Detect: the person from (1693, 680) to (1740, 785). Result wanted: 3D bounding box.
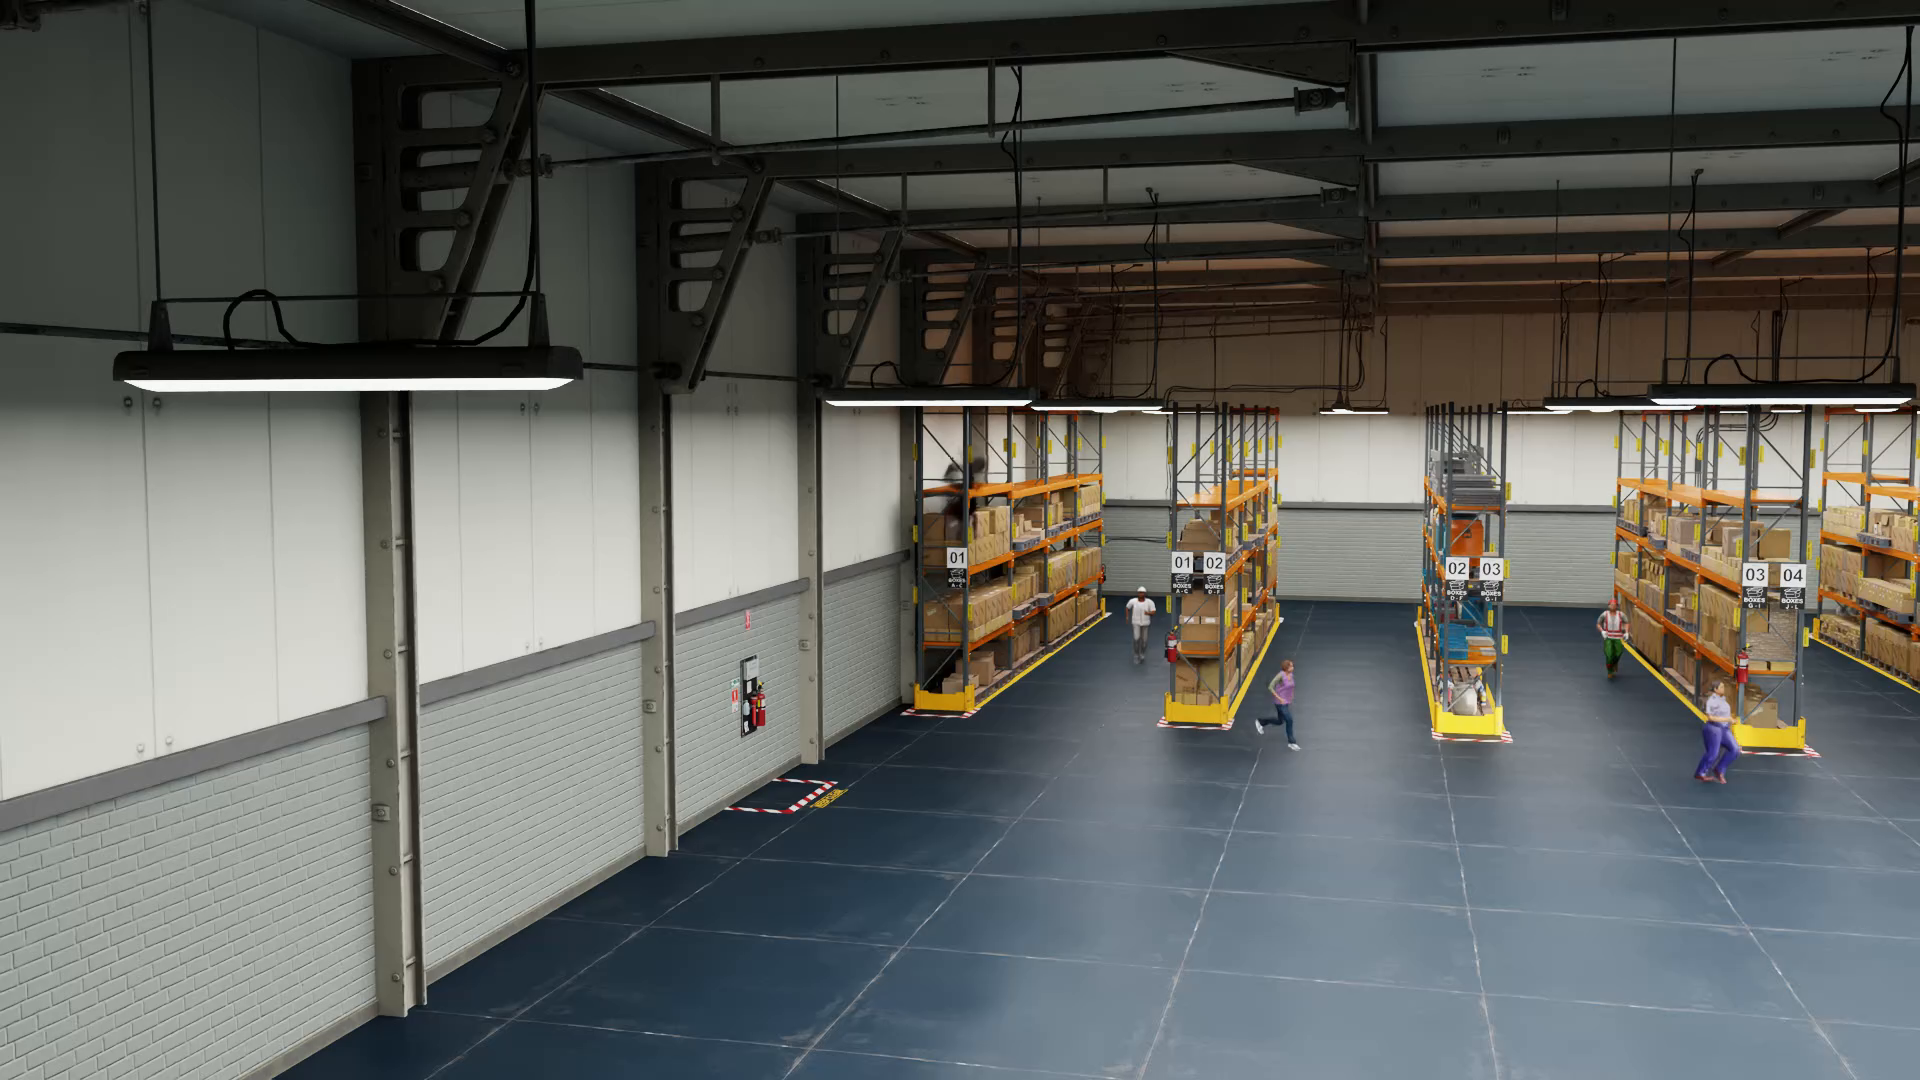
[{"bbox_3d":[11.800,3.005,25.878,0.580,1.662,0.685,-4,6,-40],"label":"person"}]

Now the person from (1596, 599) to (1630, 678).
[{"bbox_3d":[14.350,2.157,36.547,0.692,1.742,0.622,1,4,15],"label":"person"}]

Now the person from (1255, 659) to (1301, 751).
[{"bbox_3d":[5.503,2.838,28.807,0.894,1.575,0.538,3,5,39],"label":"person"}]

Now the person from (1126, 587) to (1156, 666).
[{"bbox_3d":[4.198,1.992,38.622,0.678,1.831,0.770,0,4,2],"label":"person"}]

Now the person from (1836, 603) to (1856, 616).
[{"bbox_3d":[23.642,1.638,44.077,0.961,1.745,0.581,1,4,11],"label":"person"}]
